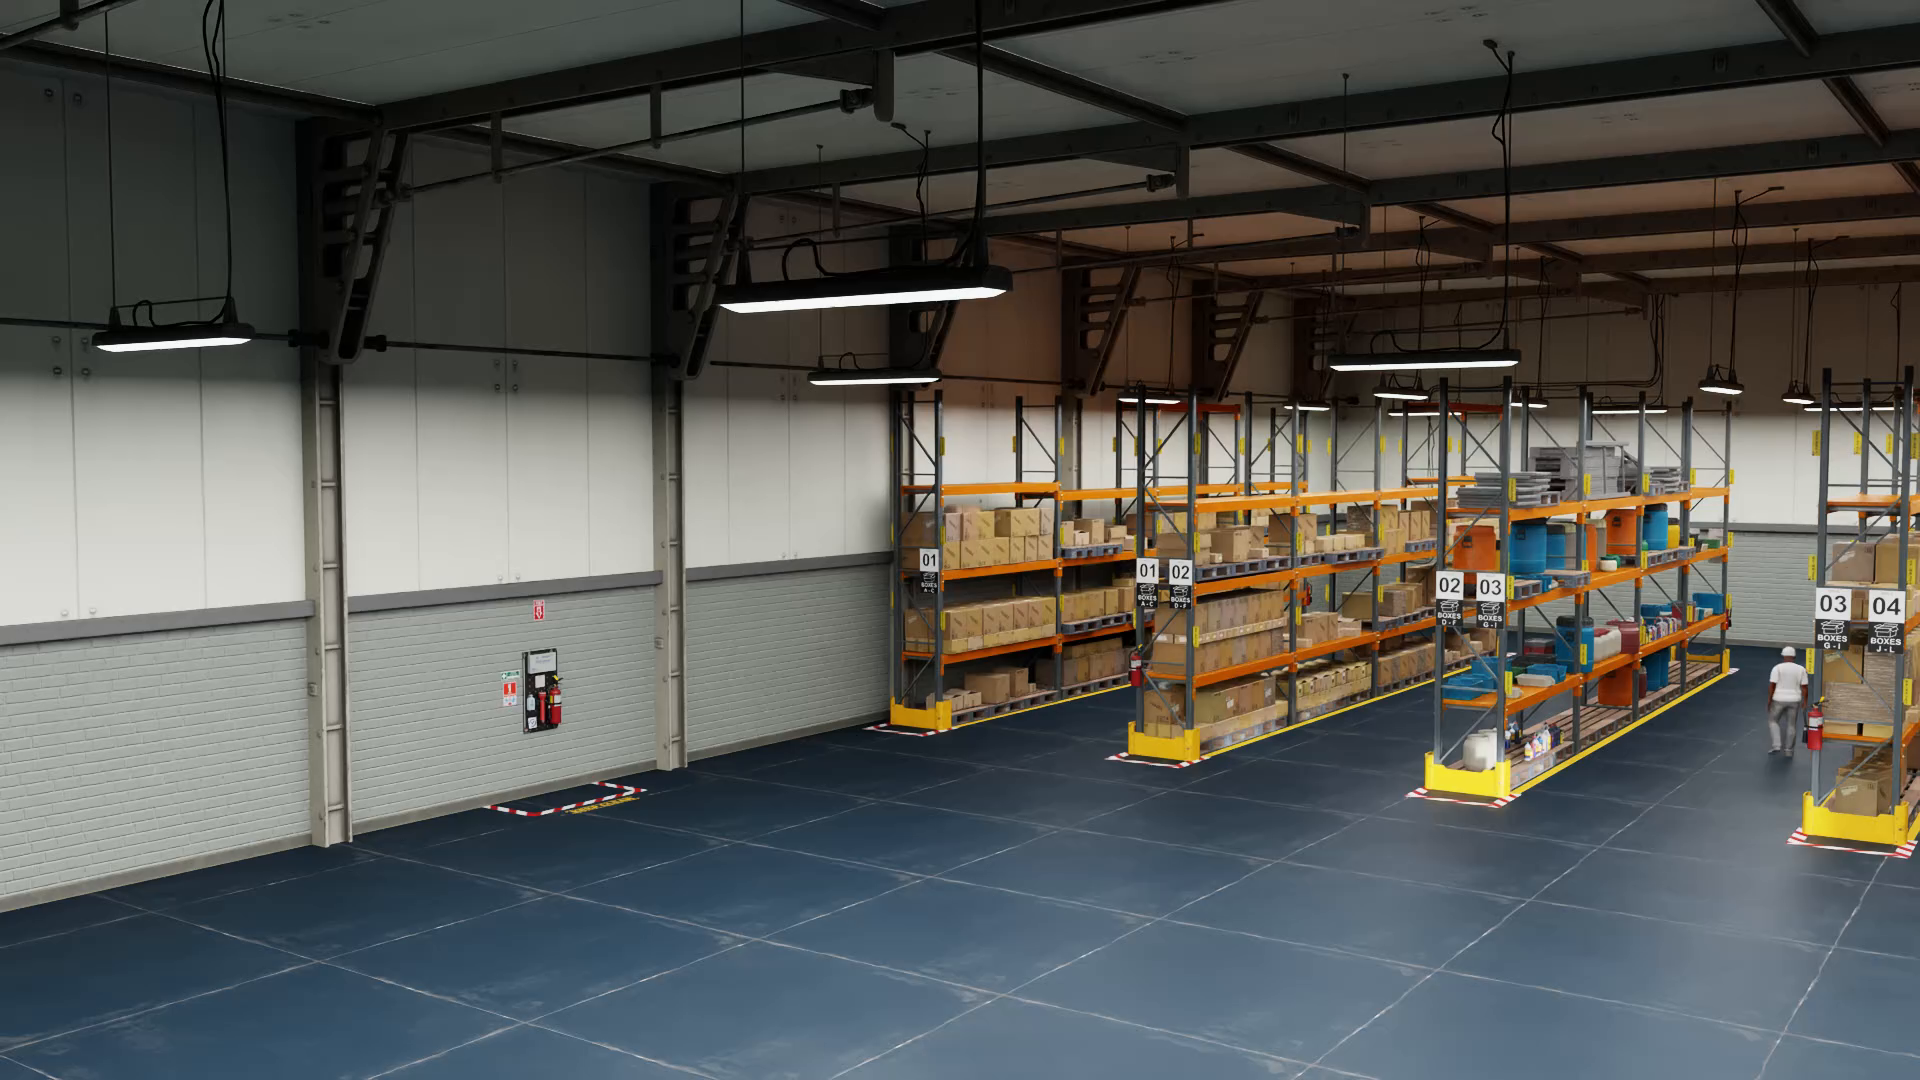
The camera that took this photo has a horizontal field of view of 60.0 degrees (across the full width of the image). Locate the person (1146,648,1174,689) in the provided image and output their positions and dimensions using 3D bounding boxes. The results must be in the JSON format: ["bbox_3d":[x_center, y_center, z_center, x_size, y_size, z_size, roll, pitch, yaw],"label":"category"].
[{"bbox_3d":[3.695,2.463,30.601,0.520,1.610,1.082,2,4,32],"label":"person"}]

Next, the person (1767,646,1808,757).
[{"bbox_3d":[13.366,2.617,26.883,0.609,1.787,0.403,1,3,12],"label":"person"}]
